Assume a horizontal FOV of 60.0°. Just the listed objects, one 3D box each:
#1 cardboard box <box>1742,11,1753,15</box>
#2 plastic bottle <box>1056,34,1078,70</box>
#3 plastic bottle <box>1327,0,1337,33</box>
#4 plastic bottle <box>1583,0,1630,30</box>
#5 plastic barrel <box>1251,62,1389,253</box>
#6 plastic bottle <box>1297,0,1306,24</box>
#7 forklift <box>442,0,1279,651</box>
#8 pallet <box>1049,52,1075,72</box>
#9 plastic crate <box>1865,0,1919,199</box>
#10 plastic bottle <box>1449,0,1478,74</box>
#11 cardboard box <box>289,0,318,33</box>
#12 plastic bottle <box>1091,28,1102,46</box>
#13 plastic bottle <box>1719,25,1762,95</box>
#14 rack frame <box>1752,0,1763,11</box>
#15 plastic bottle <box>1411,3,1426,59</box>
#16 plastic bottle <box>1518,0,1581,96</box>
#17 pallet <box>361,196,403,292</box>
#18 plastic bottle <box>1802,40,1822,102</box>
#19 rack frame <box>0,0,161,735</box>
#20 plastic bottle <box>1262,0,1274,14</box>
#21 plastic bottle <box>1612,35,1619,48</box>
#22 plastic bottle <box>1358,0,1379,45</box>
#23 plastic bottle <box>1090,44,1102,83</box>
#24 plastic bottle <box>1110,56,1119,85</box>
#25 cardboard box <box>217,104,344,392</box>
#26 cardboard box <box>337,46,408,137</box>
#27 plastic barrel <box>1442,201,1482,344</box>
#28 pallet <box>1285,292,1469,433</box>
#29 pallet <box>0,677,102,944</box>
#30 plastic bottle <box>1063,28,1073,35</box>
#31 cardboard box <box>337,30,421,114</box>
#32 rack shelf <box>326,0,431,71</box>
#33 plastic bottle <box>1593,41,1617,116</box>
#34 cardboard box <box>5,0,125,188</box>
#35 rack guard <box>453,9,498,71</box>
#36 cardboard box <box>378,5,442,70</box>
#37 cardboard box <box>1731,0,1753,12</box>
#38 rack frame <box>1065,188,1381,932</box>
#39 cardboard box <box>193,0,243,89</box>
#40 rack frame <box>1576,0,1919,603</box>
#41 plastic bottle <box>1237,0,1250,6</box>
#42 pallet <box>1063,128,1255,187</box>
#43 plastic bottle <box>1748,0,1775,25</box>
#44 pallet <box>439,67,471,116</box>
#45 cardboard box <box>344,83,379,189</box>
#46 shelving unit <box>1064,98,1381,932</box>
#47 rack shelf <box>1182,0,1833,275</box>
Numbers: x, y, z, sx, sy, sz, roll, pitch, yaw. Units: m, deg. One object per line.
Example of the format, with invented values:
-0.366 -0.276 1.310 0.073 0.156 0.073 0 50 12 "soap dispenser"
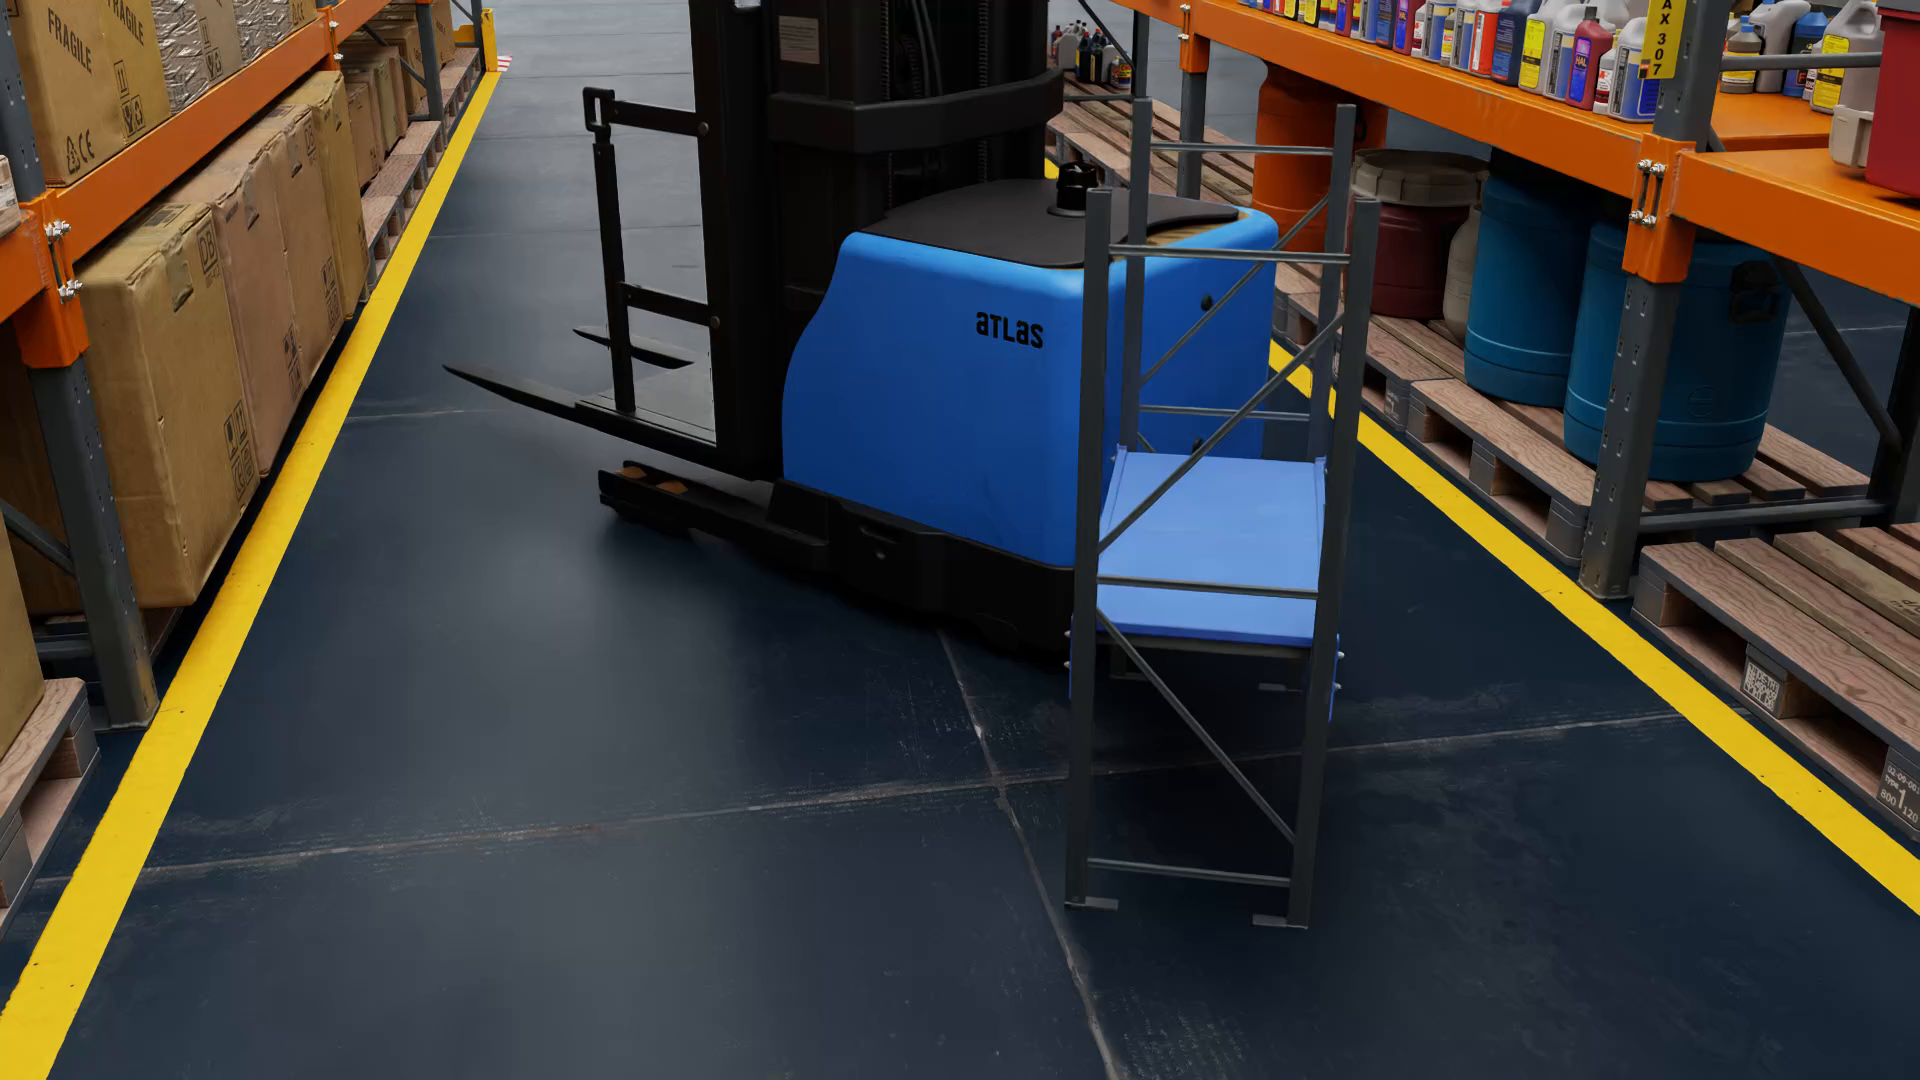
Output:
6.081 -3.816 12.449 0.500 0.311 0.500 -4 24 -10 "cardboard box"
0.859 -3.921 13.334 0.152 0.276 0.135 -4 24 -10 "plastic bottle"
1.523 -2.162 6.612 0.097 0.271 0.097 0 24 0 "plastic bottle"
1.985 -1.578 5.176 0.144 0.351 0.185 -4 24 -10 "plastic bottle"
1.702 -1.833 7.885 0.600 0.830 0.708 -4 24 -10 "plastic barrel"
1.462 -2.258 6.922 0.097 0.201 0.097 0 24 0 "plastic bottle"
-0.545 -1.511 5.047 3.031 2.935 1.130 18 29 35 "forklift"
0.543 -3.869 13.846 1.003 0.211 1.213 -4 24 -10 "pallet"
2.253 -0.939 3.498 0.402 0.464 0.583 -4 24 -10 "plastic crate"
1.758 -1.722 5.599 0.152 0.276 0.135 -4 24 -10 "plastic bottle"
-2.938 -2.329 6.710 0.500 0.500 0.500 -4 24 -8 "cardboard box"
1.079 -3.809 12.984 0.144 0.351 0.185 -5 24 -12 "plastic bottle"
2.437 -1.499 5.183 0.097 0.201 0.097 0 24 0 "plastic bottle"
5.724 -4.764 12.411 1.000 3.000 0.127 -4 24 -10 "rack frame"
1.667 -1.822 5.923 0.097 0.201 0.097 0 24 0 "plastic bottle"
1.843 -1.567 5.152 0.144 0.351 0.185 -4 24 -10 "plastic bottle"
-3.416 -1.489 8.395 1.003 0.211 1.213 -4 24 -10 "pallet"
2.622 -1.434 5.033 0.097 0.201 0.097 0 24 0 "plastic bottle"
-2.533 -0.886 3.531 1.000 3.000 0.127 -4 24 -10 "rack frame"
1.373 -2.446 7.247 0.061 0.283 0.133 -4 24 -10 "plastic bottle"
1.931 -1.393 4.940 0.097 0.201 0.097 0 24 0 "plastic bottle"
1.614 -2.029 6.304 0.152 0.276 0.135 -4 24 -10 "plastic bottle"
1.036 -3.631 12.660 0.061 0.283 0.133 -4 24 -10 "plastic bottle"
1.190 -3.556 12.591 0.097 0.201 0.097 0 24 0 "plastic bottle"
-3.008 -1.054 6.045 1.225 0.875 0.875 -4 24 -10 "cardboard box"
-3.920 -2.846 10.591 0.700 0.500 0.500 -6 24 -14 "cardboard box"
2.103 -1.027 6.438 0.421 0.512 0.421 0 24 0 "plastic barrel"
2.004 -0.762 6.731 1.003 0.211 1.213 -4 24 -10 "pallet"
-2.469 0.697 3.391 1.003 0.211 1.213 -4 24 -10 "pallet"
0.932 -4.080 13.698 0.152 0.276 0.135 -5 24 -11 "plastic bottle"
-4.047 -3.240 11.519 0.500 0.500 0.500 -5 24 -11 "cardboard box"
-3.642 -2.916 9.078 1.077 0.370 4.000 -4 24 -10 "rack shelf"
1.896 -1.336 4.810 0.097 0.201 0.097 0 24 0 "plastic bottle"
-2.372 -1.131 3.967 0.500 0.500 0.500 -4 24 -10 "cardboard box"
-4.738 -4.430 14.770 1.175 0.500 0.348 -4 24 -10 "rack guard"
-4.411 -3.926 13.089 0.500 0.500 0.500 -2 24 -5 "cardboard box"
5.946 -4.246 13.198 0.500 0.500 0.500 -4 24 -10 "cardboard box"
0.468 0.093 3.164 0.500 1.500 0.032 4 24 9 "rack frame"
-2.659 -1.729 5.335 0.500 0.500 0.500 -4 24 -9 "cardboard box"
2.335 -1.252 4.370 1.000 3.000 0.127 -4 24 -10 "rack frame"
1.357 -2.575 7.553 0.152 0.276 0.135 -4 24 -10 "plastic bottle"
1.268 -2.334 10.331 1.003 0.211 1.213 -4 24 -10 "pallet"
2.561 -1.595 5.316 0.097 0.271 0.097 0 24 0 "plastic bottle"
-4.400 -3.497 12.993 1.003 0.211 1.213 -4 24 -10 "pallet"
-3.643 -2.217 9.152 0.700 0.500 0.500 -2 24 -5 "cardboard box"
0.557 -0.108 3.622 0.538 1.500 1.048 4 24 9 "shelving unit"
1.965 -1.709 6.315 1.077 0.370 4.000 -4 24 -10 "rack shelf"
